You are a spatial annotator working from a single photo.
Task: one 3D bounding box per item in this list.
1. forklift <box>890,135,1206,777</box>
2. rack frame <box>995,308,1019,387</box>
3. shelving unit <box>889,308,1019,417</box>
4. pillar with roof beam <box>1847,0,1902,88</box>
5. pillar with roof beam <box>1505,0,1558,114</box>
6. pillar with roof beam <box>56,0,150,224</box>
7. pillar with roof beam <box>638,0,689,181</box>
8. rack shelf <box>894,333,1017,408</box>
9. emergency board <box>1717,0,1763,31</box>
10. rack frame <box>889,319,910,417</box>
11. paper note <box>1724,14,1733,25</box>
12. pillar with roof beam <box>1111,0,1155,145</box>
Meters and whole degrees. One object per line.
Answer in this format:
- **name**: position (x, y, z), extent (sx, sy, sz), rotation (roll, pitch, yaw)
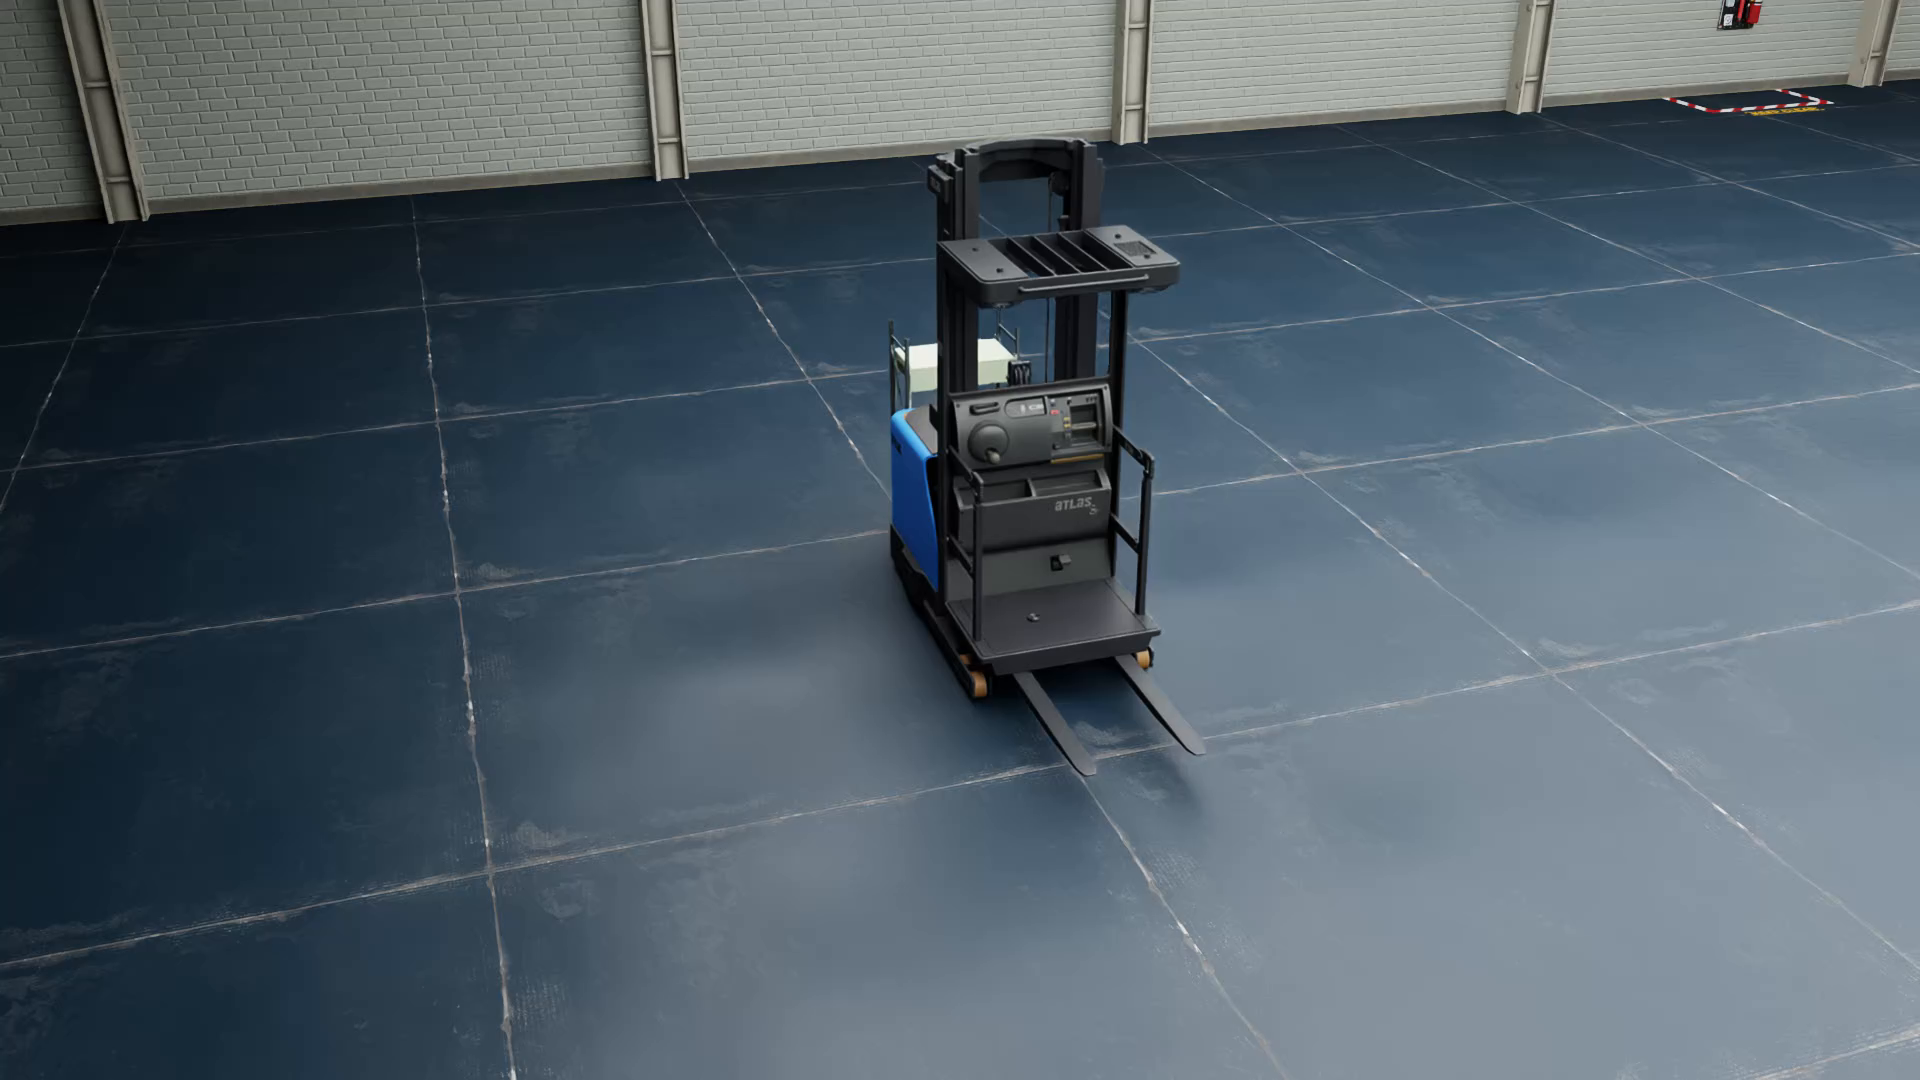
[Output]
- **forklift**: position (0.483, -0.613, 9.182), extent (1.130, 2.935, 3.031), rotation (-8, 28, -16)
- **rack frame**: position (0.307, -0.769, 11.107), extent (0.023, 1.500, 0.400), rotation (-8, 28, -16)
- **shelving unit**: position (-0.041, -0.719, 11.006), extent (0.755, 1.500, 0.431), rotation (-8, 28, -16)
- **pillar with roof beam**: position (14.955, -9.074, 19.402), extent (0.400, 9.000, 9.100), rotation (-8, 28, -16)
- **pillar with roof beam**: position (9.250, -8.248, 17.738), extent (0.400, 9.000, 9.100), rotation (-8, 28, -16)
- **pillar with roof beam**: position (-7.865, -5.769, 12.745), extent (0.400, 9.000, 9.100), rotation (-8, 28, -16)
- **pillar with roof beam**: position (-2.160, -6.595, 14.409), extent (0.400, 9.000, 9.100), rotation (-8, 28, -16)
- **rack shelf**: position (-0.041, -1.069, 10.833), extent (0.720, 0.370, 0.431), rotation (-8, 28, -16)
- **emergency board**: position (11.260, -7.883, 23.749), extent (0.643, 1.169, 0.194), rotation (-8, 28, -16)
- **rack frame**: position (-0.389, -0.669, 10.905), extent (0.023, 1.500, 0.400), rotation (-8, 28, -16)
- **paper note**: position (11.071, -7.493, 23.955), extent (0.142, 0.148, 0.016), rotation (-8, 28, -16)
- **pillar with roof beam**: position (3.545, -7.421, 16.073), extent (0.400, 9.000, 9.100), rotation (-8, 28, -16)
